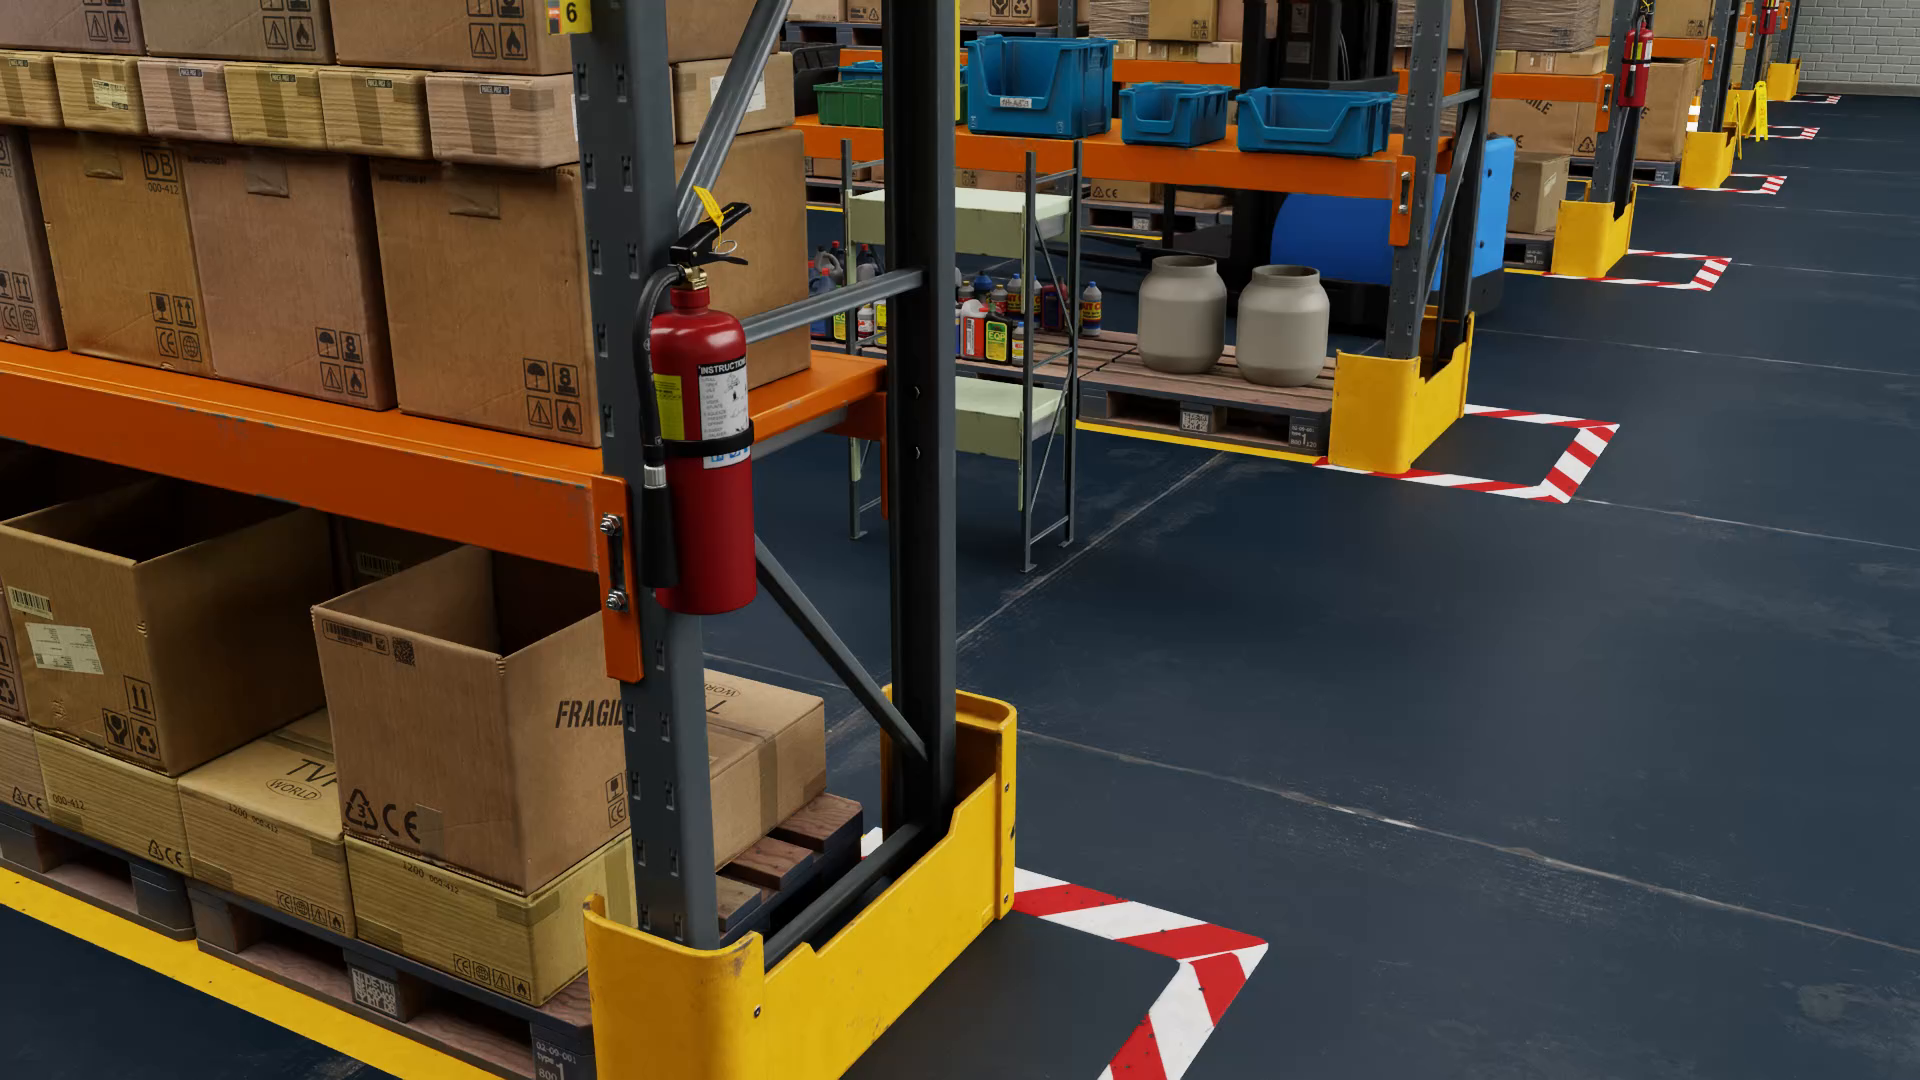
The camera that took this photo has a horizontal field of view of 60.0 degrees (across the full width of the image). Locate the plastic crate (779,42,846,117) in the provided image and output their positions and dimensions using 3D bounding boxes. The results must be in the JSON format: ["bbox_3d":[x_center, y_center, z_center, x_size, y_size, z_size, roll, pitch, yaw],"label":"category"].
[{"bbox_3d":[-0.981,-2.399,8.670,0.504,0.338,0.767,11,23,27],"label":"plastic crate"}]

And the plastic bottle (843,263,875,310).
[{"bbox_3d":[-0.556,-1.378,9.113,0.135,0.276,0.152,11,23,27],"label":"plastic bottle"}]

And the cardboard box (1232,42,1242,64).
[{"bbox_3d":[2.184,-3.583,12.213,0.250,0.149,0.380,11,23,27],"label":"cardboard box"}]

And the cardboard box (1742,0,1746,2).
[{"bbox_3d":[9.086,-6.660,19.745,0.500,0.500,0.500,10,22,26],"label":"cardboard box"}]

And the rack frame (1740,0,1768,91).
[{"bbox_3d":[9.365,-6.312,19.368,0.127,3.000,1.000,11,23,27],"label":"rack frame"}]

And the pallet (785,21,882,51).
[{"bbox_3d":[-0.704,-4.285,14.061,1.213,0.211,1.003,11,23,27],"label":"pallet"}]

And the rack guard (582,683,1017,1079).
[{"bbox_3d":[-0.282,0.766,3.522,0.348,0.500,1.175,11,23,27],"label":"rack guard"}]

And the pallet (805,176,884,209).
[{"bbox_3d":[-0.710,-3.048,14.458,1.213,0.211,1.003,11,23,27],"label":"pallet"}]

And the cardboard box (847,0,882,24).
[{"bbox_3d":[-0.519,-4.534,13.698,0.637,0.503,0.797,13,24,33],"label":"cardboard box"}]

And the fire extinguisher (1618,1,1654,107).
[{"bbox_3d":[4.407,-3.169,10.817,0.183,0.674,0.296,11,23,27],"label":"fire extinguisher"}]

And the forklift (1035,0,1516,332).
[{"bbox_3d":[1.799,-2.919,10.114,3.031,2.935,1.130,15,25,36],"label":"forklift"}]

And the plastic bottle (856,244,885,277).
[{"bbox_3d":[-0.506,-1.461,9.234,0.185,0.351,0.144,10,22,25],"label":"plastic bottle"}]

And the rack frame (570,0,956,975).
[{"bbox_3d":[-0.303,-0.414,3.106,0.127,3.000,1.000,11,23,27],"label":"rack frame"}]

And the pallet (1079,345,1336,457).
[{"bbox_3d":[1.320,-0.712,8.018,1.213,0.211,1.003,11,23,27],"label":"pallet"}]

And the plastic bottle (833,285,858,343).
[{"bbox_3d":[-0.585,-1.154,8.485,0.133,0.283,0.061,12,23,30],"label":"plastic bottle"}]

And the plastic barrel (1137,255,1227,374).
[{"bbox_3d":[1.067,-1.085,7.991,0.421,0.512,0.421,0,20,0],"label":"plastic barrel"}]

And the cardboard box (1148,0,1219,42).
[{"bbox_3d":[1.822,-4.027,12.486,0.500,0.500,0.875,11,23,27],"label":"cardboard box"}]

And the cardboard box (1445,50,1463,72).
[{"bbox_3d":[3.510,-3.344,11.553,0.250,0.149,0.380,11,23,27],"label":"cardboard box"}]

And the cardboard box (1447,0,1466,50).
[{"bbox_3d":[3.570,-3.696,11.572,0.500,0.500,0.875,11,23,27],"label":"cardboard box"}]

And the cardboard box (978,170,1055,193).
[{"bbox_3d":[0.514,-3.167,13.719,0.500,0.500,0.700,9,22,23],"label":"cardboard box"}]

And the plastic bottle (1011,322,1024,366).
[{"bbox_3d":[0.299,-0.954,8.054,0.097,0.201,0.097,0,20,0],"label":"plastic bottle"}]

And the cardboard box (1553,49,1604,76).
[{"bbox_3d":[4.182,-3.230,11.239,0.250,0.149,0.380,11,23,27],"label":"cardboard box"}]

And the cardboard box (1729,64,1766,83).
[{"bbox_3d":[11.218,-6.679,23.796,0.500,0.250,0.500,11,23,28],"label":"cardboard box"}]

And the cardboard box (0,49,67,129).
[{"bbox_3d":[-1.860,-0.987,3.590,0.250,0.149,0.380,11,23,29],"label":"cardboard box"}]

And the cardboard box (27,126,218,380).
[{"bbox_3d":[-1.596,-0.712,3.783,0.500,0.500,0.700,11,23,28],"label":"cardboard box"}]

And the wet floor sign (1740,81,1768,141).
[{"bbox_3d":[9.009,-4.855,18.804,0.267,0.644,0.232,-16,26,-38],"label":"wet floor sign"}]

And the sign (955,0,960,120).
[{"bbox_3d":[-0.027,-1.022,3.398,0.005,0.325,0.100,11,23,27],"label":"sign"}]

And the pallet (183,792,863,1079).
[{"bbox_3d":[-0.991,0.783,3.898,1.213,0.211,1.003,11,23,27],"label":"pallet"}]

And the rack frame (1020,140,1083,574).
[{"bbox_3d":[0.325,-0.643,5.938,0.023,1.500,0.400,11,23,27],"label":"rack frame"}]

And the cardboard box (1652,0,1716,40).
[{"bbox_3d":[6.693,-4.941,15.366,0.550,0.550,0.875,11,23,27],"label":"cardboard box"}]

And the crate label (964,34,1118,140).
[{"bbox_3d":[0.377,-2.130,7.786,0.616,0.435,0.502,11,23,27],"label":"crate label"}]

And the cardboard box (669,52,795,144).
[{"bbox_3d":[-0.540,-0.895,3.335,0.250,0.149,0.380,11,22,27],"label":"cardboard box"}]

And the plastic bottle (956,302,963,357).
[{"bbox_3d":[-0.029,-1.062,8.243,0.135,0.276,0.152,10,22,26],"label":"plastic bottle"}]

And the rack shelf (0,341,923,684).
[{"bbox_3d":[-2.049,-0.408,4.146,4.000,0.370,1.077,11,23,27],"label":"rack shelf"}]

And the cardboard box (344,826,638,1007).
[{"bbox_3d":[-0.915,0.680,3.507,0.500,0.250,0.500,11,23,27],"label":"cardboard box"}]

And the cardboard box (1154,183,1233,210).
[{"bbox_3d":[1.873,-2.878,12.951,0.500,0.500,0.500,-17,26,-39],"label":"cardboard box"}]

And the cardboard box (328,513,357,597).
[{"bbox_3d":[-1.543,0.012,4.250,0.500,0.500,0.500,11,23,27],"label":"cardboard box"}]

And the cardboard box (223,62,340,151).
[{"bbox_3d":[-1.182,-0.858,3.233,0.250,0.149,0.380,10,22,27],"label":"cardboard box"}]

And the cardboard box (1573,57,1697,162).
[{"bbox_3d":[6.414,-4.113,15.806,0.875,0.875,0.875,11,23,28],"label":"cardboard box"}]

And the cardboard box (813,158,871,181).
[{"bbox_3d":[-0.869,-3.438,14.465,0.500,0.500,0.700,13,24,32],"label":"cardboard box"}]

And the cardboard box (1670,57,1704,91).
[{"bbox_3d":[8.538,-5.625,19.790,0.500,0.500,0.500,11,23,28],"label":"cardboard box"}]

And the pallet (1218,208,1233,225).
[{"bbox_3d":[2.712,-2.413,12.707,1.213,0.211,1.003,11,23,27],"label":"pallet"}]

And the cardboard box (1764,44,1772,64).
[{"bbox_3d":[11.473,-7.070,24.141,0.500,0.250,0.500,11,23,28],"label":"cardboard box"}]

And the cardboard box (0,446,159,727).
[{"bbox_3d":[-2.232,0.083,4.054,0.500,0.500,0.500,11,23,27],"label":"cardboard box"}]

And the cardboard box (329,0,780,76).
[{"bbox_3d":[-0.750,-1.161,3.117,0.500,0.500,0.700,11,23,27],"label":"cardboard box"}]

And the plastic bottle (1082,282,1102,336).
[{"bbox_3d":[0.685,-1.206,8.647,0.097,0.271,0.097,0,20,0],"label":"plastic bottle"}]

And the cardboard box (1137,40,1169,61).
[{"bbox_3d":[1.524,-3.705,12.549,0.250,0.149,0.380,11,23,27],"label":"cardboard box"}]

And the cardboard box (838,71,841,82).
[{"bbox_3d":[-1.099,-5.294,19.609,0.500,0.500,0.500,12,23,29],"label":"cardboard box"}]

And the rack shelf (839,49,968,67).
[{"bbox_3d":[-0.707,-4.022,14.108,4.000,0.370,1.077,11,23,27],"label":"rack shelf"}]

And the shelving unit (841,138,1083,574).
[{"bbox_3d":[0.006,-0.704,6.106,0.755,1.500,0.431,11,23,27],"label":"shelving unit"}]

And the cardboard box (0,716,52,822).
[{"bbox_3d":[-2.231,0.435,4.185,0.500,0.250,0.500,11,23,27],"label":"cardboard box"}]

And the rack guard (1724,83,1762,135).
[{"bbox_3d":[9.298,-5.150,19.829,0.348,0.500,1.175,11,23,27],"label":"rack guard"}]

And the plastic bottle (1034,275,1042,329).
[{"bbox_3d":[0.386,-1.263,8.804,0.097,0.271,0.097,0,20,0],"label":"plastic bottle"}]

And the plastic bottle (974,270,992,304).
[{"bbox_3d":[0.122,-1.313,8.943,0.097,0.271,0.097,0,20,0],"label":"plastic bottle"}]
